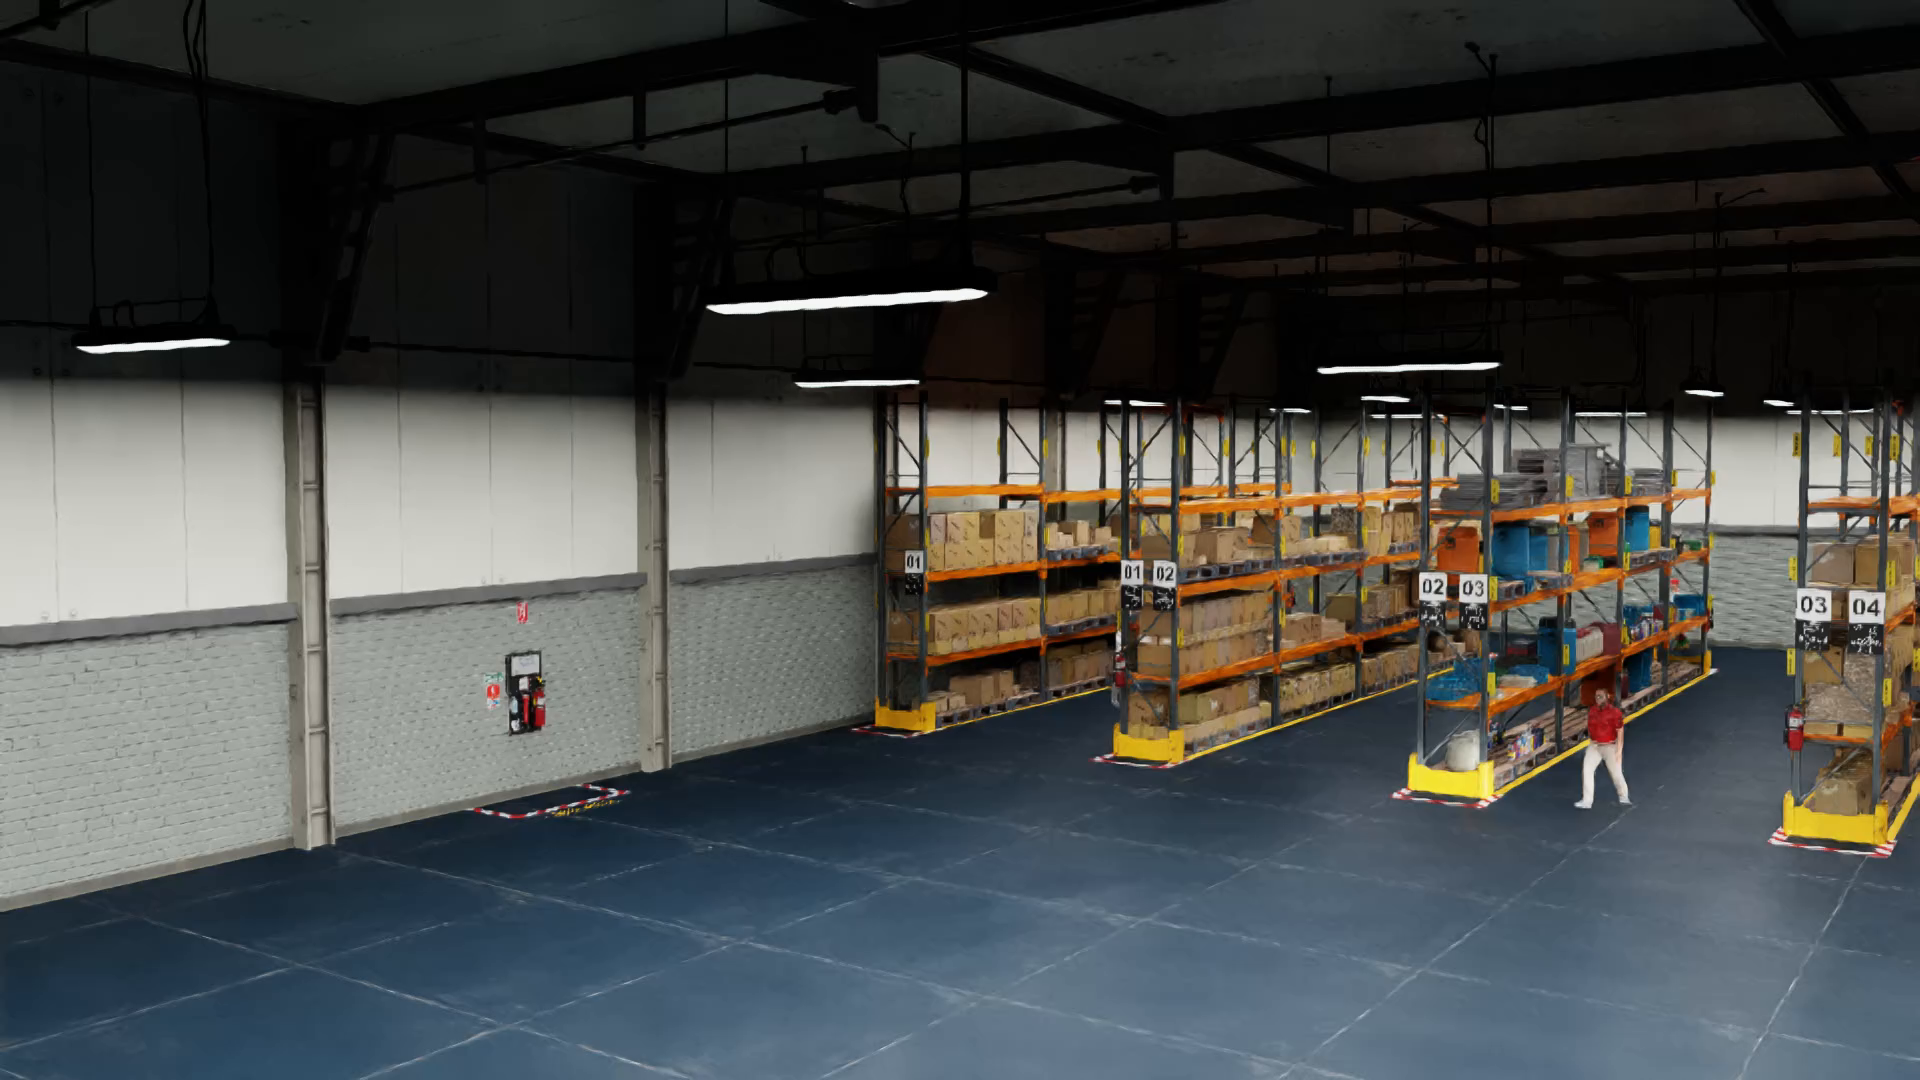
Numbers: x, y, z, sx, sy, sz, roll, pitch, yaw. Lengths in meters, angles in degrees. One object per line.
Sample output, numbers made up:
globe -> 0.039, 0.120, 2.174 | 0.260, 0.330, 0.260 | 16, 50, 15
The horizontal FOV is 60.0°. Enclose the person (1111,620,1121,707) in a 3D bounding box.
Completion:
person -> 3.148, 2.362, 32.201 | 0.433, 1.684, 0.553 | 0, 3, 7

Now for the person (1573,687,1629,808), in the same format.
person -> 8.963, 2.876, 23.075 | 0.942, 1.677, 0.566 | -3, 4, -40

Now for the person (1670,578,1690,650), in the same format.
person -> 17.723, 1.826, 41.024 | 0.458, 1.778, 0.693 | 0, 3, -2
